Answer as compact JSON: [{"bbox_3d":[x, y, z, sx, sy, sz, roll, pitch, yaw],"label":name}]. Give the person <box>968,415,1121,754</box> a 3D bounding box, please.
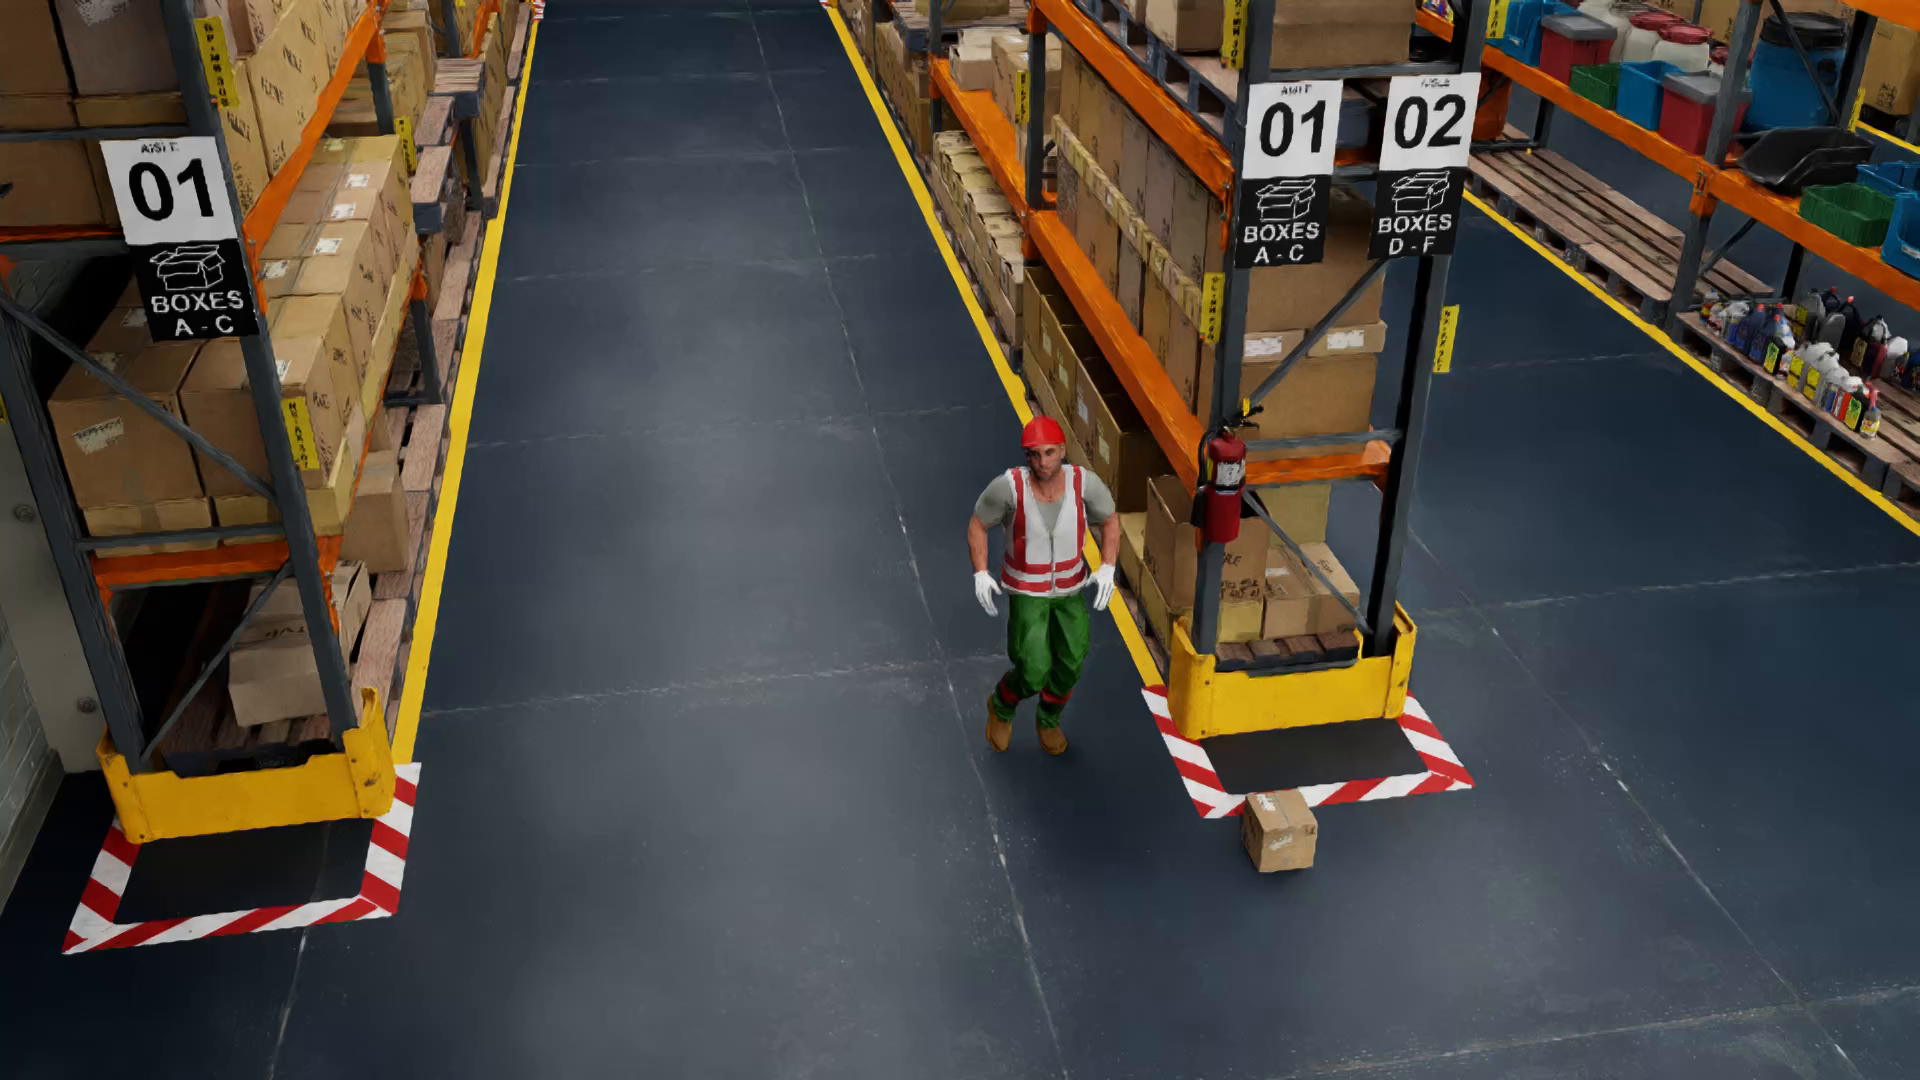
[{"bbox_3d":[0.421,0.242,7.741,0.710,1.751,0.512,-9,32,-15],"label":"person"}]
